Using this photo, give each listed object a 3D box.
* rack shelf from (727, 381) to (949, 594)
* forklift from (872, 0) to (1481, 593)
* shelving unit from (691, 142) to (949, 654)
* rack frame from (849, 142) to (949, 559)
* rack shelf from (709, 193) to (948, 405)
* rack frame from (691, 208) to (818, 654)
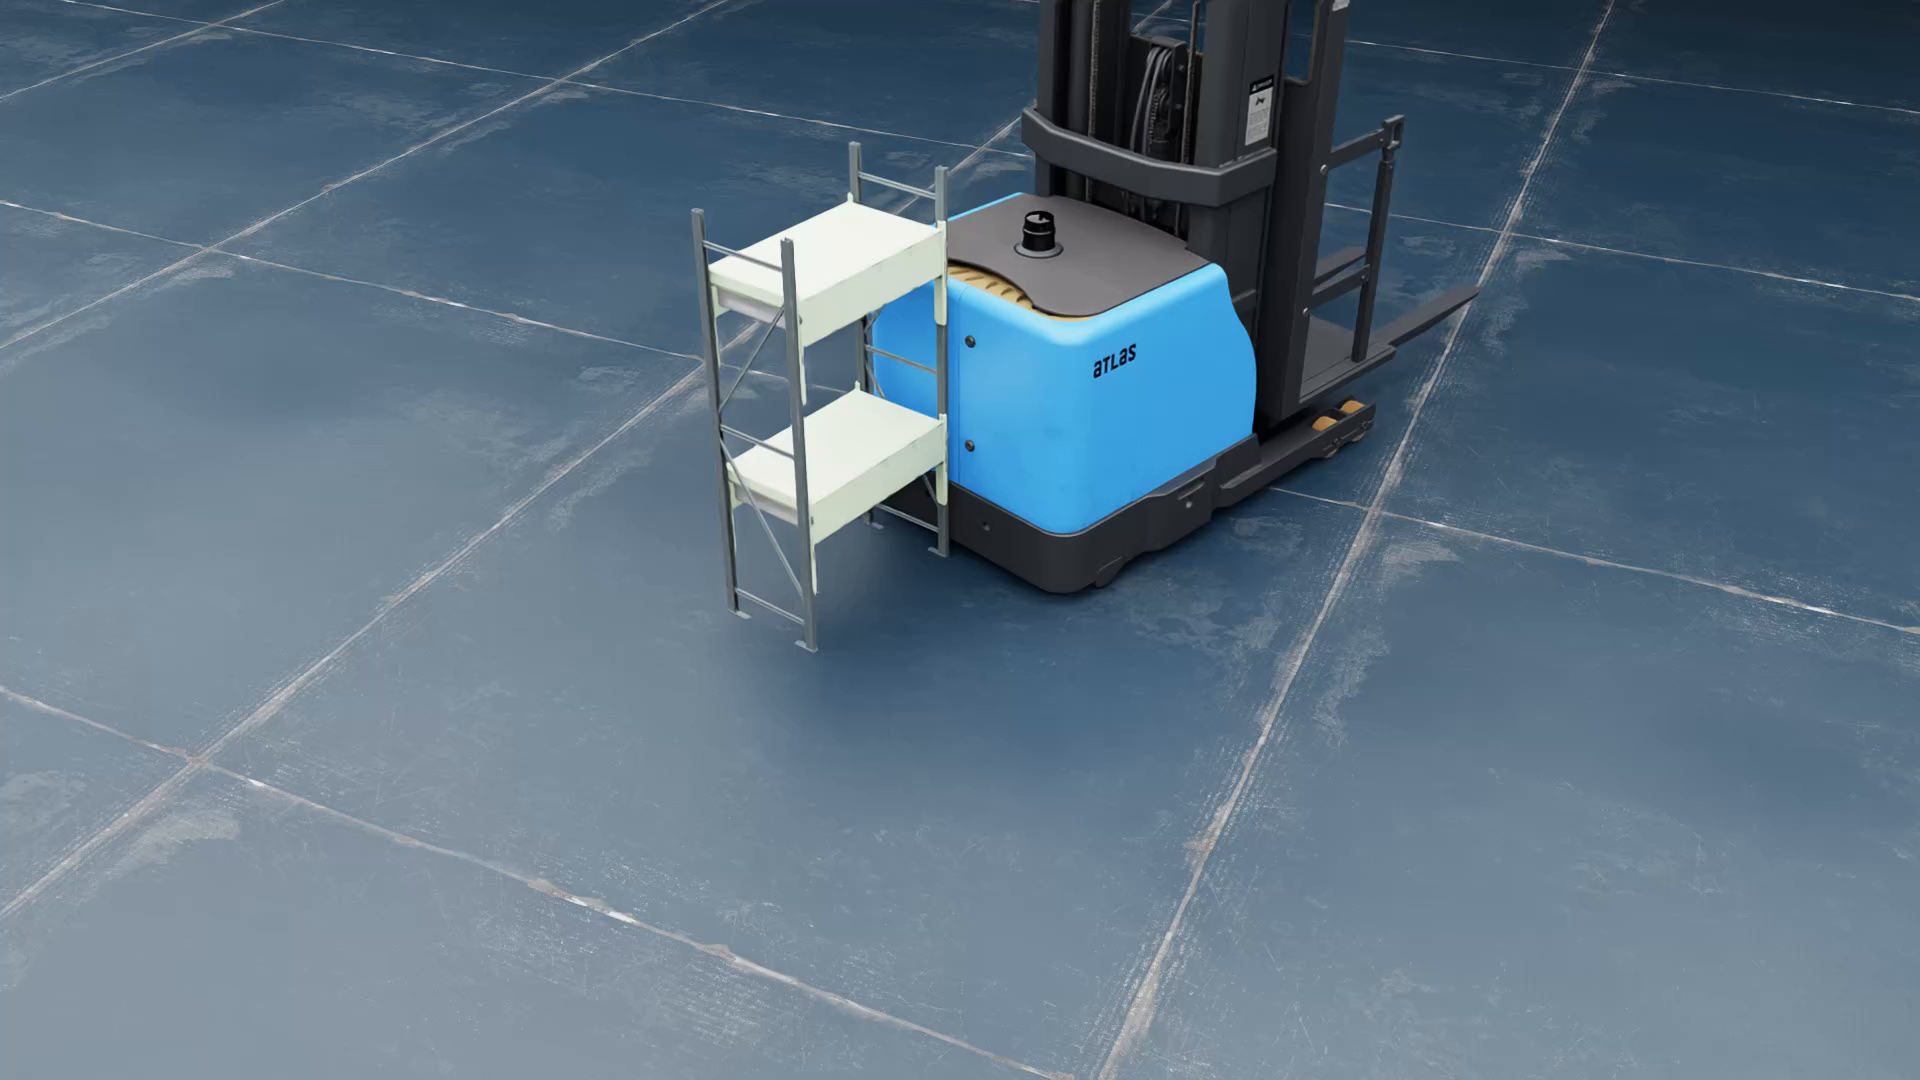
[{"bbox_3d":[-0.428,-0.197,5.778,0.431,0.370,0.720,23,40,31],"label":"rack shelf"},{"bbox_3d":[1.070,-1.741,6.232,3.031,2.935,1.130,-28,43,-36],"label":"forklift"},{"bbox_3d":[-0.428,-0.470,5.599,0.431,1.500,0.755,23,40,31],"label":"shelving unit"},{"bbox_3d":[-0.205,-0.629,5.842,0.400,1.500,0.023,23,40,31],"label":"rack frame"},{"bbox_3d":[-0.428,-0.796,5.385,0.431,0.370,0.720,23,40,31],"label":"rack shelf"},{"bbox_3d":[-0.651,-0.311,5.356,0.400,1.500,0.023,23,40,31],"label":"rack frame"}]
